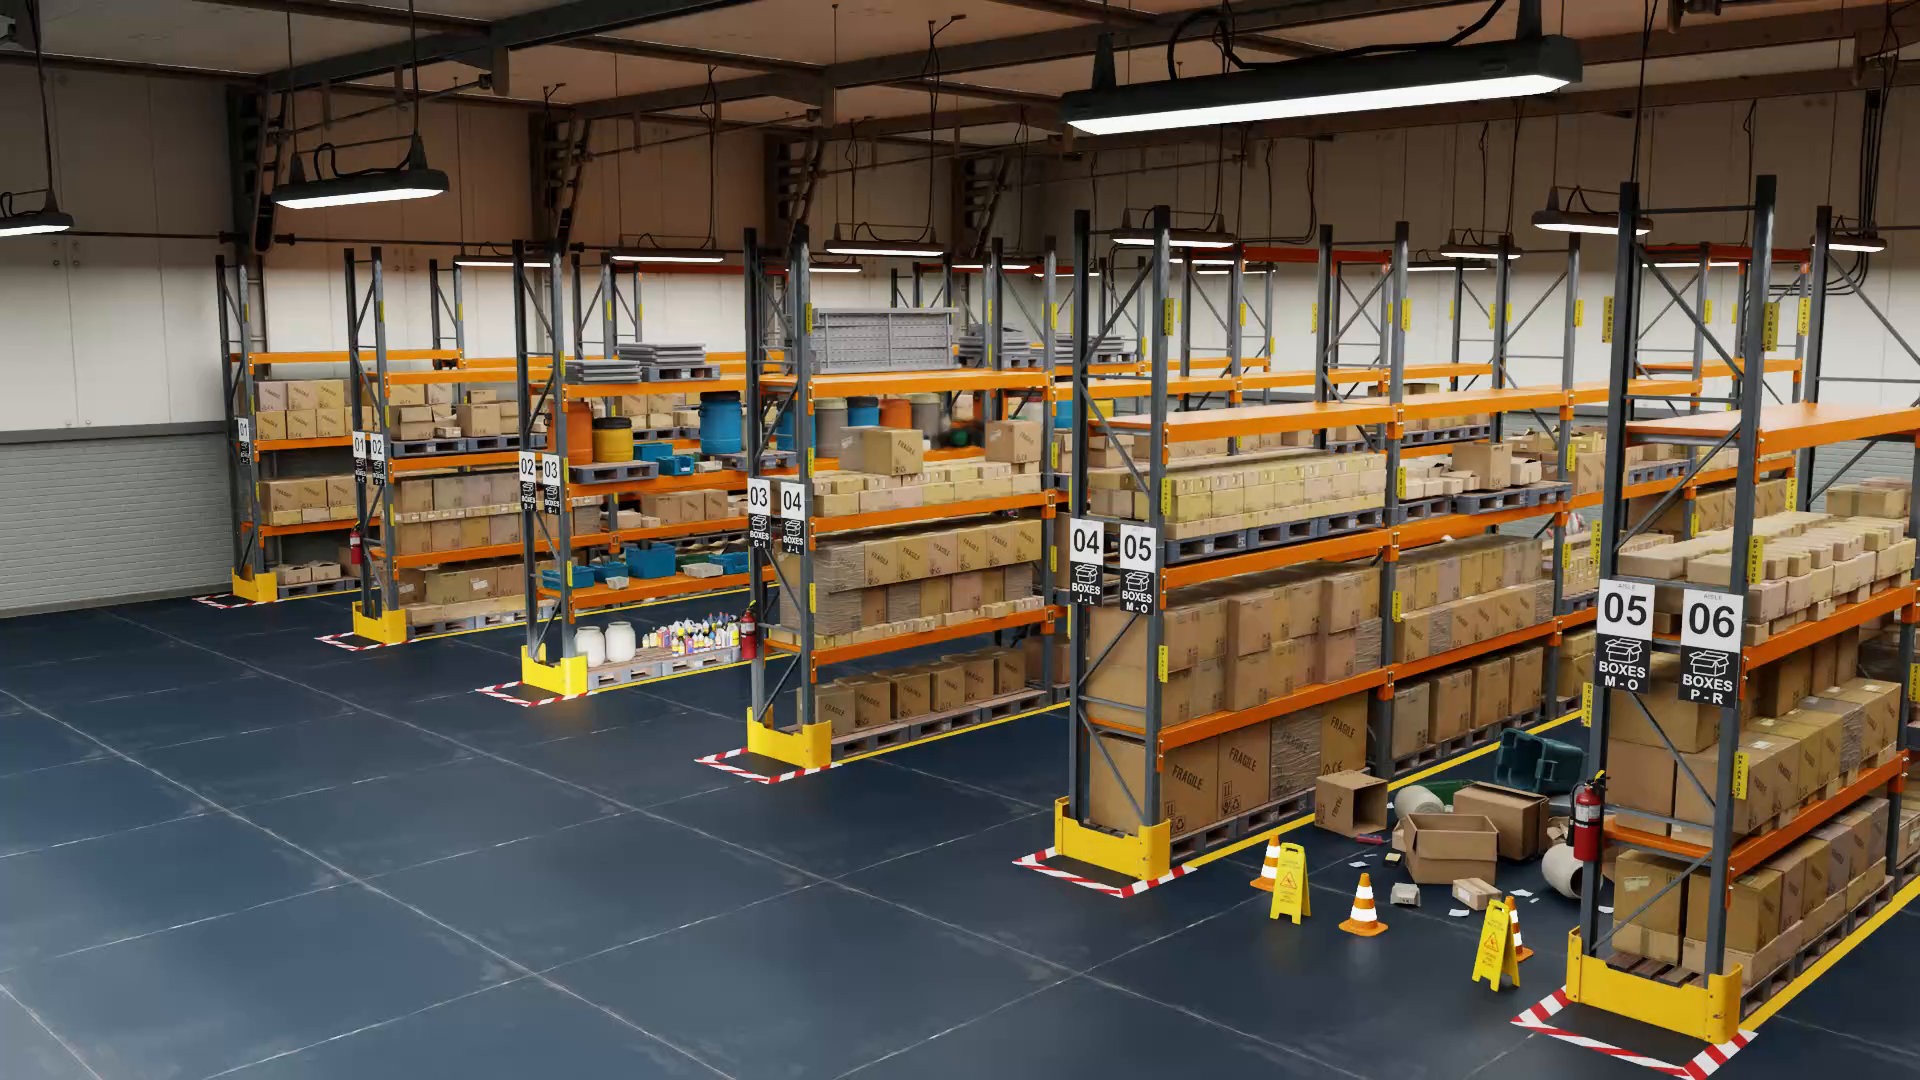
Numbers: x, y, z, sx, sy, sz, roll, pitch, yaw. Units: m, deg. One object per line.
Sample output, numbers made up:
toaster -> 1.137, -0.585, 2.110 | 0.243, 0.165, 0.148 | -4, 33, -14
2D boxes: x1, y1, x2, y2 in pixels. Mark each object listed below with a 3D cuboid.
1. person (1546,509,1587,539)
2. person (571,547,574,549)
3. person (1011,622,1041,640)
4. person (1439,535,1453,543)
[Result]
person -> 10.827, 0.124, 29.581 | 0.708, 1.726, 0.934 | -1, 8, -8
person -> -7.213, 0.080, 30.350 | 0.607, 1.630, 0.759 | 4, 9, 27
person -> 0.906, 0.624, 24.203 | 0.561, 1.694, 0.656 | -8, 11, -44
person -> 7.201, 0.799, 24.778 | 0.663, 1.748, 0.745 | 6, 10, 35
